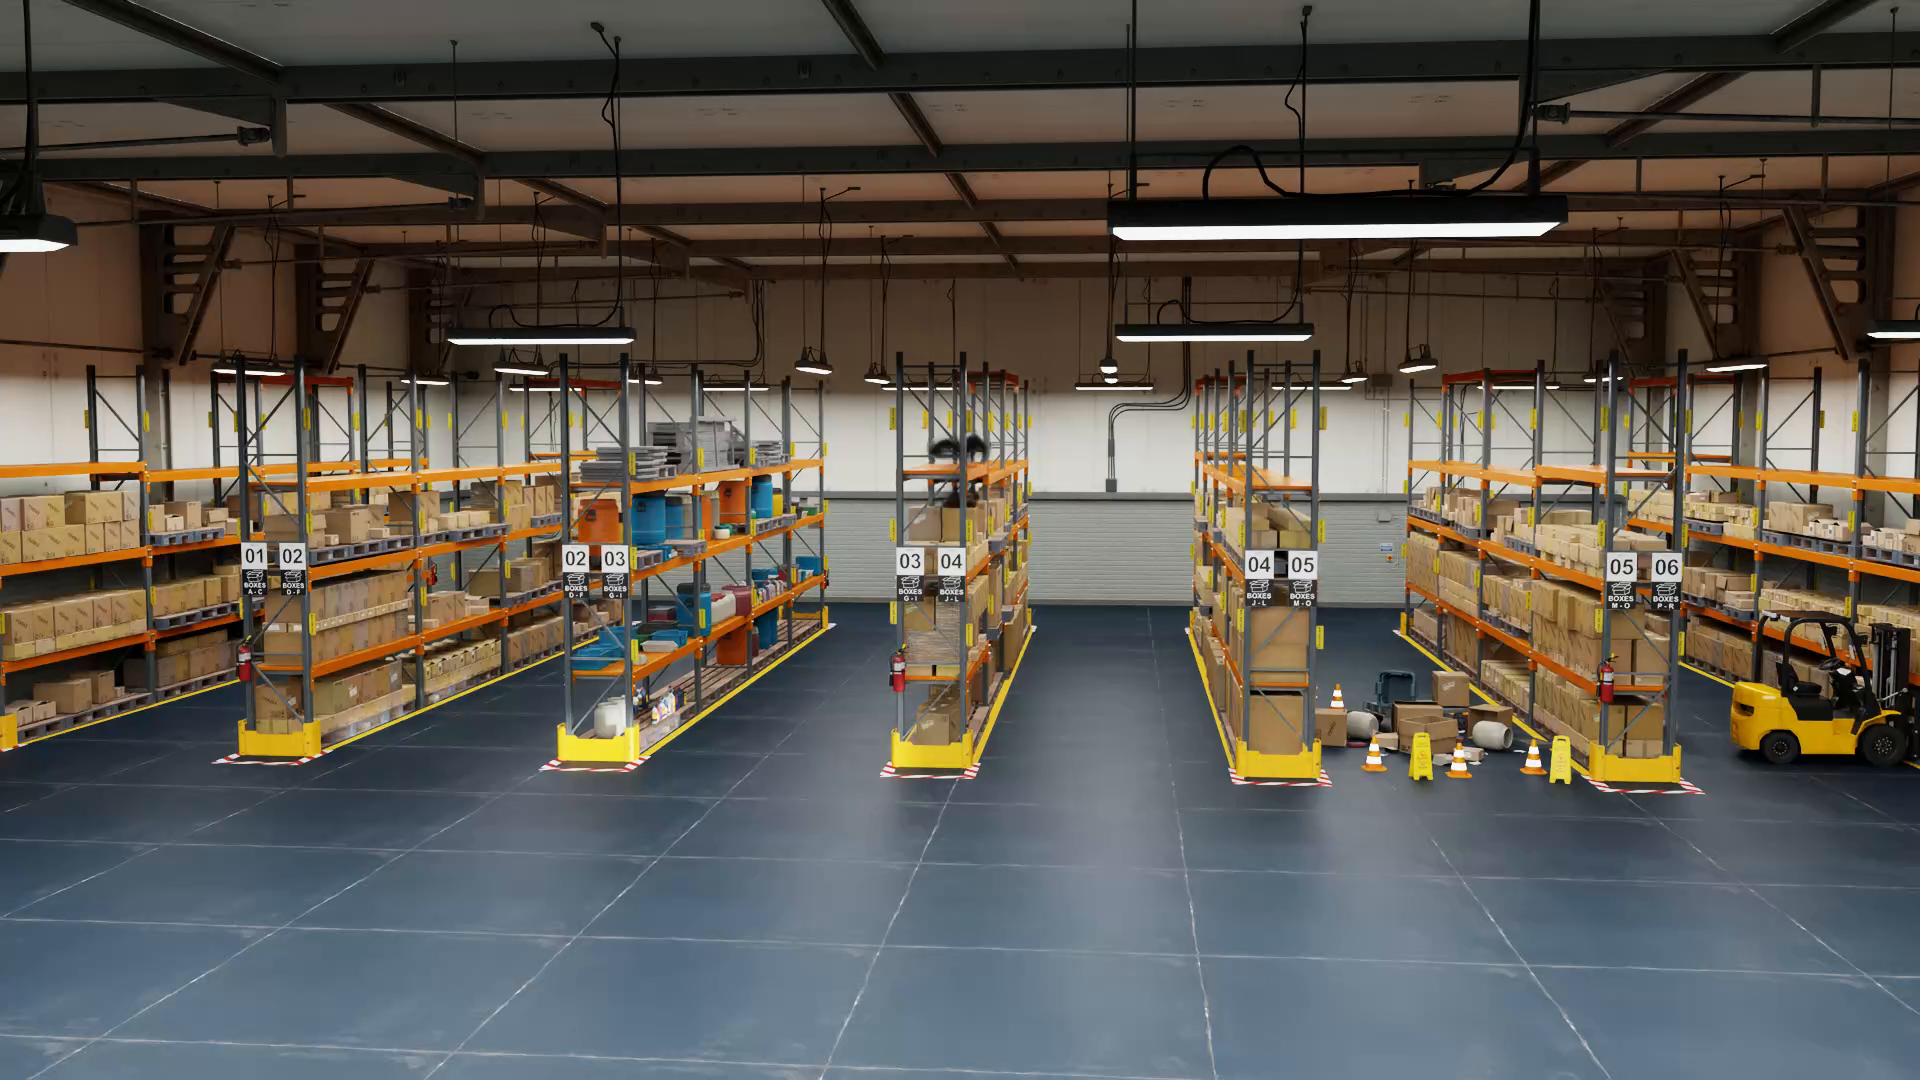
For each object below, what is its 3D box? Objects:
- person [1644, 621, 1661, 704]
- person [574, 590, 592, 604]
[{"bbox_3d":[11.571,2.196,28.018,0.573,1.640,0.940,0,4,-2],"label":"person"},{"bbox_3d":[-9.696,1.135,42.798,0.643,1.674,0.588,2,4,20],"label":"person"}]
